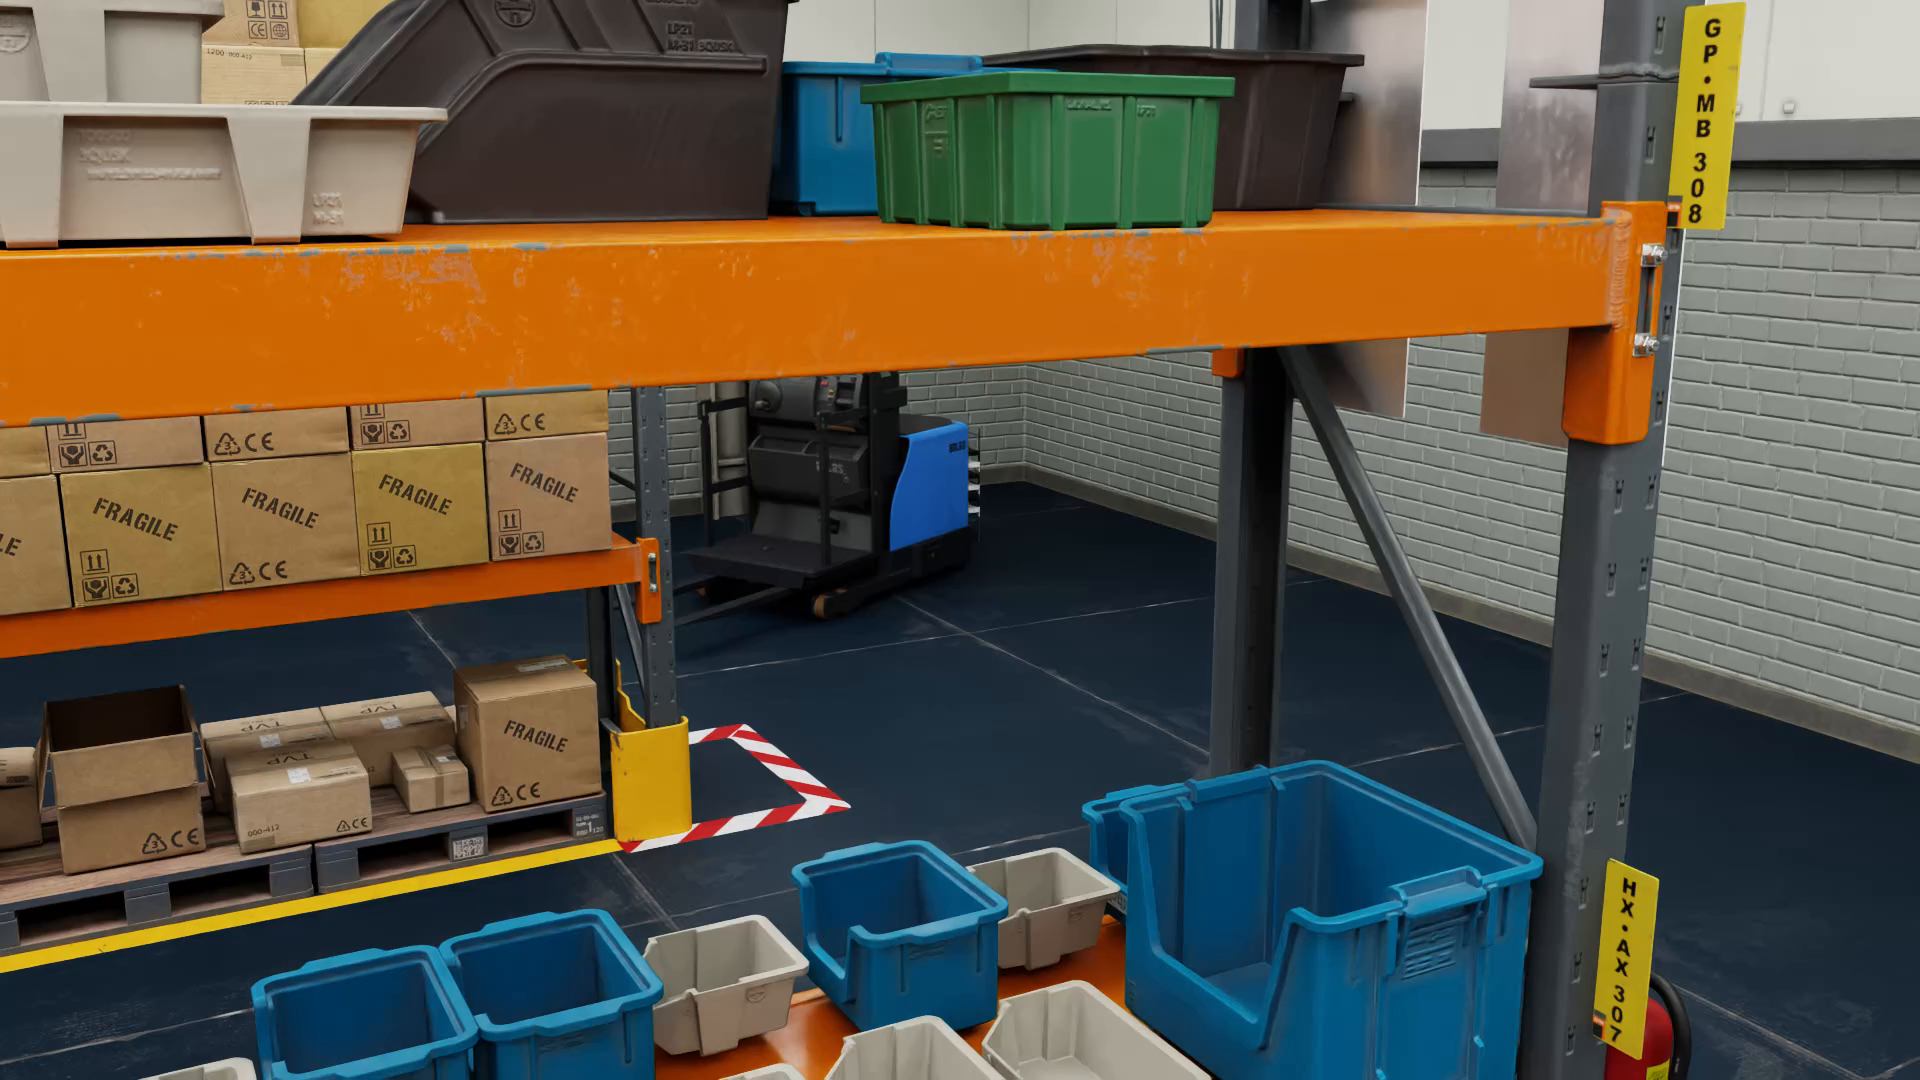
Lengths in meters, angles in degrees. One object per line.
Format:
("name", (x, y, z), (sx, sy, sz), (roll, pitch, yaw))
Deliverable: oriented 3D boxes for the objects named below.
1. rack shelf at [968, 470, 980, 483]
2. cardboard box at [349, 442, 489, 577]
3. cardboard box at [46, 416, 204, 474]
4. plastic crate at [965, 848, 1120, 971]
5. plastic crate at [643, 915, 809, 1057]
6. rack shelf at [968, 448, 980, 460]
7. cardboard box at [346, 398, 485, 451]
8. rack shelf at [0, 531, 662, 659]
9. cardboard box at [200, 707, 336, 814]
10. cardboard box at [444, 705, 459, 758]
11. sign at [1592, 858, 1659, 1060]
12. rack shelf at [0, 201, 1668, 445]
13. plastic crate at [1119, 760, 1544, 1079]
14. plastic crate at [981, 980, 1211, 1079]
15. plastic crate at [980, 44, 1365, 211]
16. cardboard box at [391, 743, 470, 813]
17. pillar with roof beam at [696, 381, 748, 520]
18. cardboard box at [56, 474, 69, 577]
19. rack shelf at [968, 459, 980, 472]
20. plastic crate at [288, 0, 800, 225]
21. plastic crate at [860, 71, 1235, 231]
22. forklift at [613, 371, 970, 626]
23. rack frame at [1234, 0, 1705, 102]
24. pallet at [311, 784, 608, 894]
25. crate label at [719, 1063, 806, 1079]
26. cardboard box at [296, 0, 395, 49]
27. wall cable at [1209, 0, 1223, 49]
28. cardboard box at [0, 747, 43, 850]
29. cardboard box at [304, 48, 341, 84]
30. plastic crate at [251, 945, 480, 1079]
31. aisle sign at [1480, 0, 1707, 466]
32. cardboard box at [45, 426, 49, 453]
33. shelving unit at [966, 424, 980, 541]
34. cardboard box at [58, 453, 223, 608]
("rack shelf", (0.007, -0.495, 13.002), (0.200, 0.077, 0.258), (-7, 14, -28))
("cardboard box", (-2.251, -0.171, 6.812), (0.500, 0.500, 0.500), (-7, 14, -27))
("cardboard box", (-3.140, -0.552, 6.223), (0.500, 0.500, 0.500), (-6, 14, -26))
("plastic crate", (0.140, 0.757, 3.377), (0.298, 0.136, 0.250), (-7, 14, -28))
("plastic crate", (-0.456, 0.829, 3.060), (0.298, 0.136, 0.250), (-7, 14, -28))
("rack shelf", (0.007, -0.671, 12.962), (0.200, 0.077, 0.258), (-7, 14, -28))
("cardboard box", (-2.237, -0.661, 6.709), (0.500, 0.500, 0.500), (-6, 14, -26))
("rack shelf", (-3.290, 0.284, 6.655), (4.000, 0.370, 1.077), (-7, 14, -28))
("cardboard box", (-3.025, 0.957, 7.285), (0.500, 0.250, 0.500), (-7, 14, -28))
("cardboard box", (-2.286, 0.894, 7.755), (0.250, 0.166, 0.380), (-7, 14, -28))
("sign", (1.113, 0.702, 2.786), (0.005, 0.325, 0.100), (-7, 14, -28))
("rack shelf", (-0.920, -0.225, 2.082), (4.000, 0.370, 1.077), (-7, 14, -28))
("plastic crate", (0.631, 0.702, 2.940), (0.499, 0.435, 0.616), (-7, 14, -28))
("plastic crate", (0.207, 0.898, 2.753), (0.243, 0.136, 0.396), (-7, 14, -28))
("plastic crate", (0.364, -0.735, 3.011), (0.590, 0.269, 0.497), (-7, 14, -28))
("cardboard box", (-2.292, 1.020, 7.196), (0.250, 0.166, 0.380), (-7, 14, -28))
("pillar with roof beam", (0.107, -3.780, 9.408), (0.400, 9.000, 9.100), (-7, 14, -28))
("cardboard box", (-3.828, -0.117, 6.567), (0.500, 0.500, 0.500), (-6, 14, -27))
("rack shelf", (0.007, -0.583, 12.982), (0.200, 0.077, 0.258), (-7, 14, -28))
("plastic crate", (-0.637, -0.648, 2.466), (0.767, 0.338, 0.504), (-7, 14, -28))
("plastic crate", (0.107, -0.524, 2.255), (0.336, 0.188, 0.450), (-7, 14, -28))
("forklift", (-1.142, -1.025, 10.990), (1.130, 2.935, 3.031), (8, 15, 32))
("rack frame", (0.836, -2.249, 2.608), (0.127, 3.000, 1.000), (-7, 14, -28))
("pallet", (-2.301, 1.175, 7.408), (1.213, 0.211, 1.003), (-7, 14, -28))
("crate label", (-0.288, 0.959, 2.479), (0.243, 0.136, 0.396), (-7, 14, -28))
("cardboard box", (-2.457, -2.184, 6.645), (0.500, 0.500, 0.700), (-7, 14, -28))
("wall cable", (1.224, -3.170, 13.771), (0.112, 2.526, 3.097), (-7, 14, -28))
("cardboard box", (-4.023, 1.047, 6.747), (0.500, 0.311, 0.500), (-7, 14, -28))
("cardboard box", (-2.302, -1.756, 6.450), (0.500, 0.250, 0.500), (-7, 14, -28))
("plastic crate", (-0.958, 0.862, 2.690), (0.300, 0.233, 0.416), (-7, 14, -28))
("aisle sign", (1.039, -0.542, 2.764), (0.004, 0.787, 0.394), (-7, 14, -28))
("cardboard box", (-3.835, -0.604, 6.455), (0.500, 0.500, 0.500), (-7, 14, -27))
("shelving unit", (0.007, -0.440, 13.014), (0.210, 0.900, 0.258), (-7, 14, -28))
("cardboard box", (-3.134, -0.067, 6.348), (0.500, 0.500, 0.500), (-7, 14, -29))
